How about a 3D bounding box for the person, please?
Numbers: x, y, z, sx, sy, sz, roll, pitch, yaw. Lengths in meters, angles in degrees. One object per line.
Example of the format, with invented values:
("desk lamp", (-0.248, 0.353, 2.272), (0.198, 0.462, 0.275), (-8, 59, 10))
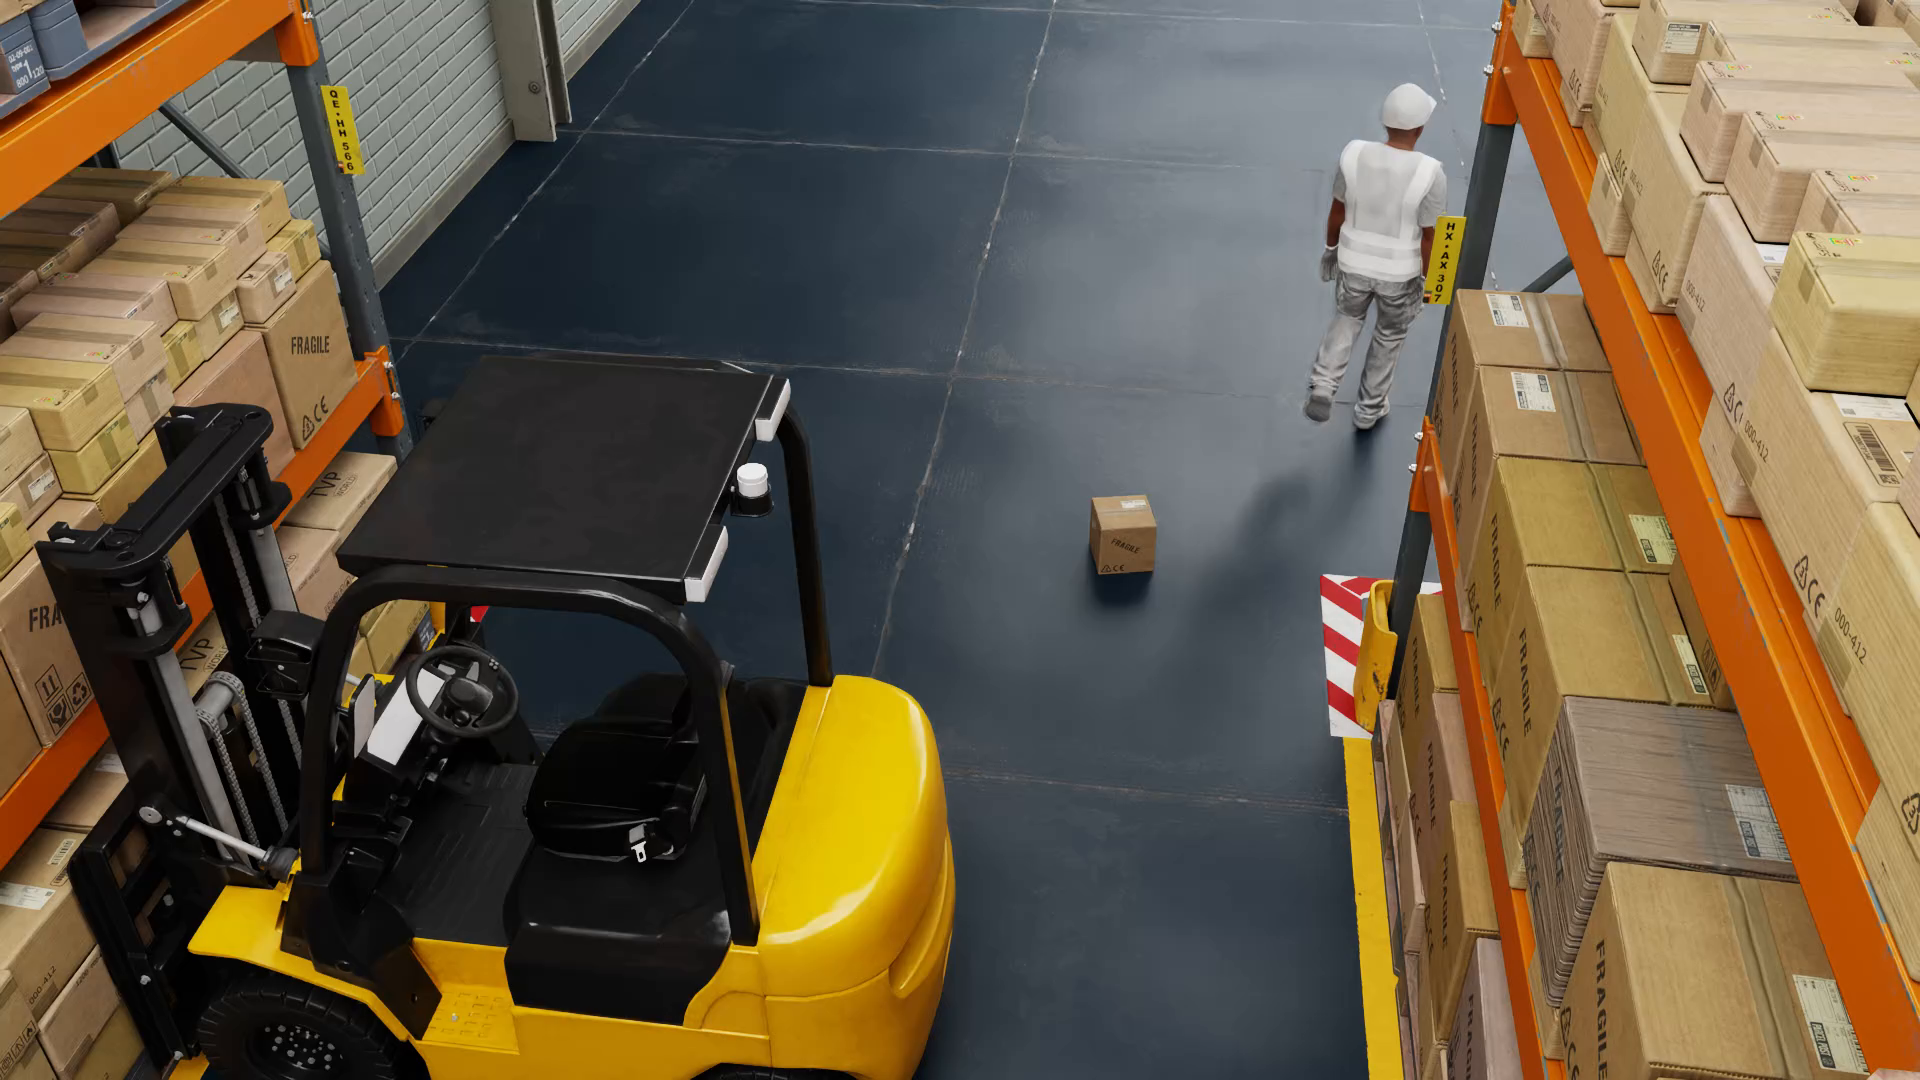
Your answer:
("person", (1.977, -1.302, 7.885), (0.578, 1.773, 0.584), (21, 41, 27))
